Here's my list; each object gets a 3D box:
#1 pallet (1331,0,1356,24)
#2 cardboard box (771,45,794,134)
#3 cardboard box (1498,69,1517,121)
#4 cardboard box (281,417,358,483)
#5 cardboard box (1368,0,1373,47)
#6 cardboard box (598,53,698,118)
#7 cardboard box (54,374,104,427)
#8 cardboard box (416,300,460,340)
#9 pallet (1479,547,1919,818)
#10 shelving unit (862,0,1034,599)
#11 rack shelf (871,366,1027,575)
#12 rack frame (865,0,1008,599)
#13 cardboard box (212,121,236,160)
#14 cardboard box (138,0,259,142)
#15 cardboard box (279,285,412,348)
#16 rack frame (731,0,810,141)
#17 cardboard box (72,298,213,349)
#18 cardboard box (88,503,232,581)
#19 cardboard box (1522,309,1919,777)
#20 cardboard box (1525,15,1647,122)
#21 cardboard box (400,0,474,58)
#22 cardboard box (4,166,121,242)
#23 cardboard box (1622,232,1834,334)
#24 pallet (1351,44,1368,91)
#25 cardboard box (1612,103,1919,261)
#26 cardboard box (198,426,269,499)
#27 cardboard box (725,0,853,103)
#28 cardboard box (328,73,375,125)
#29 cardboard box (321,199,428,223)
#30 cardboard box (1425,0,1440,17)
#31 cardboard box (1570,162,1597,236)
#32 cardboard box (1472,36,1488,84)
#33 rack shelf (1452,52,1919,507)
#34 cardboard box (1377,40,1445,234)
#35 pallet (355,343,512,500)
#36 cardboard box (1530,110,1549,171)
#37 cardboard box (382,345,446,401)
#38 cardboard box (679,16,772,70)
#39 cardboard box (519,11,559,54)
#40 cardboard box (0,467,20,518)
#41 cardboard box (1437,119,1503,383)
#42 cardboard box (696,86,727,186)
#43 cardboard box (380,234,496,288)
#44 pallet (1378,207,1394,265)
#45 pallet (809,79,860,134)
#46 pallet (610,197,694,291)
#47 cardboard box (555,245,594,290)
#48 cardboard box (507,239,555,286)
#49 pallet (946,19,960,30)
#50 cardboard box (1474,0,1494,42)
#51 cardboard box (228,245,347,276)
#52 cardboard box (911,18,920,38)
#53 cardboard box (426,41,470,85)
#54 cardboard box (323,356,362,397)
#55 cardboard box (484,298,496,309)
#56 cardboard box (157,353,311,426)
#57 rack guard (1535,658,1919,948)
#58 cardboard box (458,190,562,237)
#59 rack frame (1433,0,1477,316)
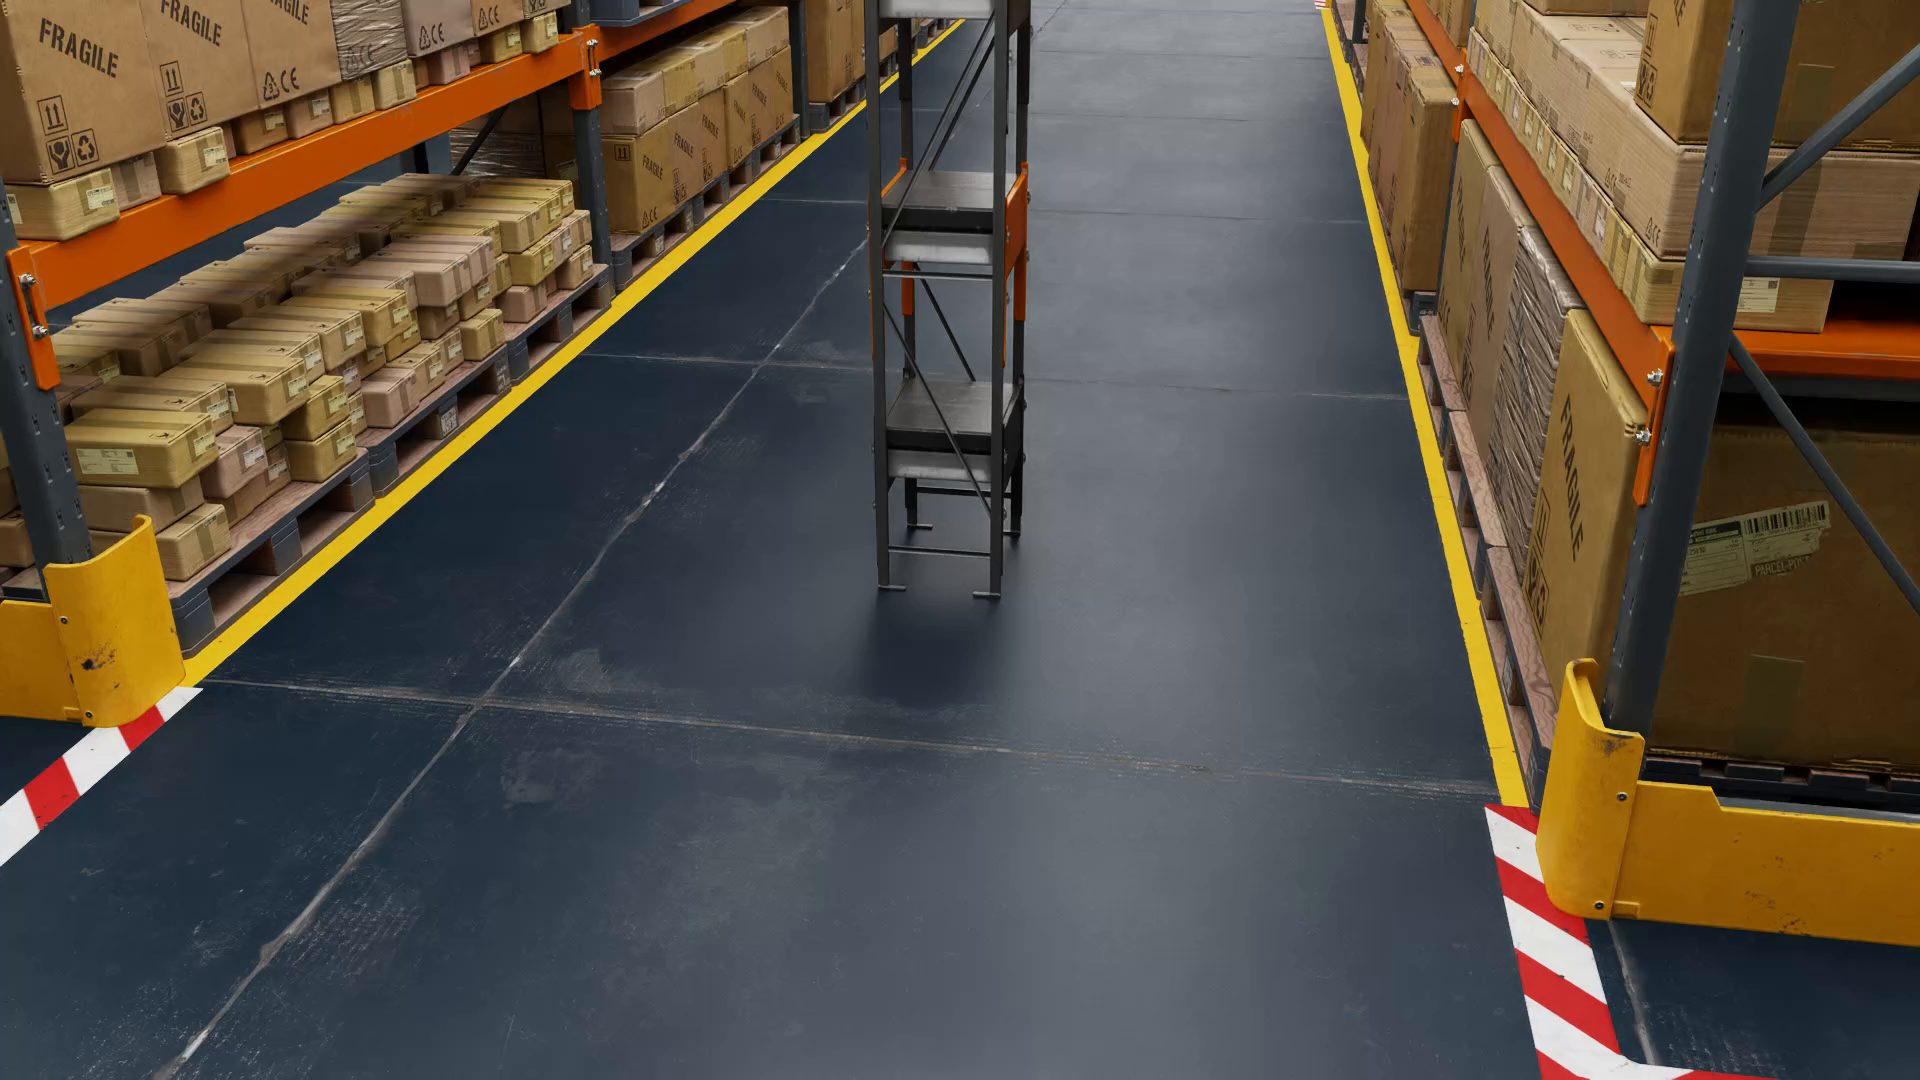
[{"bbox_3d":[4.428,-5.585,17.432,1.003,0.211,1.213,4,25,9],"label":"pallet"},{"bbox_3d":[-1.426,-3.021,11.120,0.500,0.500,0.500,4,25,8],"label":"cardboard box"},{"bbox_3d":[2.102,-1.546,5.812,0.380,0.149,0.250,4,25,8],"label":"cardboard box"},{"bbox_3d":[-2.337,-0.326,5.775,0.380,0.149,0.250,4,25,9],"label":"cardboard box"},{"bbox_3d":[3.832,-4.356,13.947,0.700,0.500,0.500,2,25,4],"label":"cardboard box"},{"bbox_3d":[-1.764,-2.495,9.111,0.500,0.250,0.500,5,25,10],"label":"cardboard box"},{"bbox_3d":[-2.950,-0.419,5.274,0.380,0.149,0.250,5,25,10],"label":"cardboard box"},{"bbox_3d":[-2.250,-0.920,6.693,0.380,0.149,0.250,3,25,6],"label":"cardboard box"},{"bbox_3d":[2.046,0.398,4.650,1.003,0.211,1.213,4,25,9],"label":"pallet"},{"bbox_3d":[-0.027,-0.882,5.157,0.431,2.100,0.503,4,25,9],"label":"shelving unit"},{"bbox_3d":[-0.027,-0.235,5.460,0.431,0.518,0.480,4,25,9],"label":"rack shelf"},{"bbox_3d":[-0.067,-0.780,4.939,0.400,2.100,0.015,4,25,9],"label":"rack frame"},{"bbox_3d":[-2.503,-1.246,5.170,0.380,0.149,0.250,5,26,11],"label":"cardboard box"},{"bbox_3d":[-2.476,-1.485,4.916,0.500,0.500,0.500,4,25,9],"label":"cardboard box"},{"bbox_3d":[-2.268,-0.827,6.144,0.380,0.149,0.250,4,25,9],"label":"cardboard box"},{"bbox_3d":[-1.576,-4.257,11.306,1.000,3.000,0.127,4,25,9],"label":"rack frame"},{"bbox_3d":[-2.939,-0.757,5.994,0.380,0.149,0.250,5,26,10],"label":"cardboard box"},{"bbox_3d":[-2.482,-0.007,5.094,0.380,0.149,0.250,5,25,10],"label":"cardboard box"},{"bbox_3d":[2.019,-0.026,4.278,0.875,0.875,0.875,4,25,9],"label":"cardboard box"},{"bbox_3d":[2.058,-1.456,5.148,0.500,0.250,0.500,4,25,9],"label":"cardboard box"},{"bbox_3d":[-2.199,-2.117,6.266,0.500,0.500,0.500,4,25,8],"label":"cardboard box"},{"bbox_3d":[-2.508,-0.910,4.452,0.380,0.149,0.250,4,25,8],"label":"cardboard box"},{"bbox_3d":[1.726,-0.583,3.753,0.380,0.149,0.250,5,25,10],"label":"cardboard box"},{"bbox_3d":[3.828,-3.955,13.951,1.003,0.211,1.213,4,25,9],"label":"pallet"},{"bbox_3d":[1.810,-0.813,3.774,0.500,0.250,0.500,4,25,8],"label":"cardboard box"},{"bbox_3d":[-2.445,-0.257,5.277,0.380,0.149,0.250,4,25,8],"label":"cardboard box"},{"bbox_3d":[-1.388,-3.677,12.225,1.050,0.750,0.750,4,25,8],"label":"cardboard box"},{"bbox_3d":[-2.303,-1.566,5.853,0.380,0.149,0.250,5,26,10],"label":"cardboard box"},{"bbox_3d":[-2.587,-1.402,7.373,0.380,0.149,0.250,4,25,8],"label":"cardboard box"},{"bbox_3d":[2.620,-2.883,8.253,0.500,0.500,0.500,4,25,8],"label":"cardboard box"},{"bbox_3d":[1.851,-0.902,4.434,0.380,0.149,0.250,4,25,9],"label":"cardboard box"},{"bbox_3d":[2.227,-1.874,6.511,0.380,0.149,0.250,3,25,7],"label":"cardboard box"},{"bbox_3d":[2.320,-1.036,5.273,1.077,0.370,4.000,4,25,9],"label":"rack shelf"},{"bbox_3d":[2.877,-2.069,8.642,1.225,0.875,0.875,3,25,7],"label":"cardboard box"},{"bbox_3d":[-2.502,-0.526,6.624,1.003,0.211,1.213,4,25,9],"label":"pallet"},{"bbox_3d":[1.976,-1.222,5.119,0.380,0.149,0.250,5,25,10],"label":"cardboard box"},{"bbox_3d":[-2.243,-0.655,6.478,0.380,0.149,0.250,4,25,9],"label":"cardboard box"},{"bbox_3d":[-1.501,-3.138,10.485,0.500,0.250,0.500,4,25,9],"label":"cardboard box"},{"bbox_3d":[-1.981,-2.219,7.249,0.380,0.149,0.250,3,25,7],"label":"cardboard box"},{"bbox_3d":[-3.079,-0.185,5.124,0.380,0.149,0.250,3,25,7],"label":"cardboard box"},{"bbox_3d":[2.460,-1.155,6.691,0.875,0.875,0.875,4,25,9],"label":"cardboard box"},{"bbox_3d":[-1.691,-2.374,9.737,0.500,0.500,0.500,4,25,9],"label":"cardboard box"},{"bbox_3d":[-2.140,-1.148,6.831,0.380,0.149,0.250,3,25,6],"label":"cardboard box"},{"bbox_3d":[2.895,-1.775,9.292,1.003,0.211,1.213,4,25,9],"label":"pallet"},{"bbox_3d":[-1.373,-3.318,12.590,1.003,0.211,1.213,4,25,9],"label":"pallet"},{"bbox_3d":[-2.104,-1.647,9.019,1.003,0.211,1.213,4,25,9],"label":"pallet"},{"bbox_3d":[-1.958,-1.295,7.846,0.380,0.149,0.250,4,25,9],"label":"cardboard box"},{"bbox_3d":[-2.026,-1.236,7.370,0.380,0.149,0.250,3,25,7],"label":"cardboard box"},{"bbox_3d":[-0.524,-5.491,17.232,1.003,0.211,1.213,4,25,9],"label":"pallet"},{"bbox_3d":[2.311,-2.086,6.495,0.500,0.250,0.500,4,25,8],"label":"cardboard box"},{"bbox_3d":[-2.692,-1.071,6.666,0.380,0.149,0.250,3,25,6],"label":"cardboard box"},{"bbox_3d":[-0.935,-4.835,14.700,1.050,0.750,0.750,4,25,8],"label":"cardboard box"},{"bbox_3d":[-2.164,-1.890,6.545,0.380,0.149,0.250,3,25,6],"label":"cardboard box"},{"bbox_3d":[-2.393,-0.582,5.973,0.380,0.149,0.250,3,25,6],"label":"cardboard box"},{"bbox_3d":[-2.226,-0.976,7.164,0.380,0.149,0.250,3,25,7],"label":"cardboard box"},{"bbox_3d":[-2.369,-0.495,5.435,0.380,0.149,0.250,4,25,8],"label":"cardboard box"},{"bbox_3d":[1.989,0.617,3.842,1.175,0.500,0.348,4,25,9],"label":"rack guard"},{"bbox_3d":[-2.034,-1.476,7.530,0.380,0.149,0.250,4,25,9],"label":"cardboard box"},{"bbox_3d":[2.647,-2.198,6.907,1.000,3.000,0.127,4,25,9],"label":"rack frame"}]
